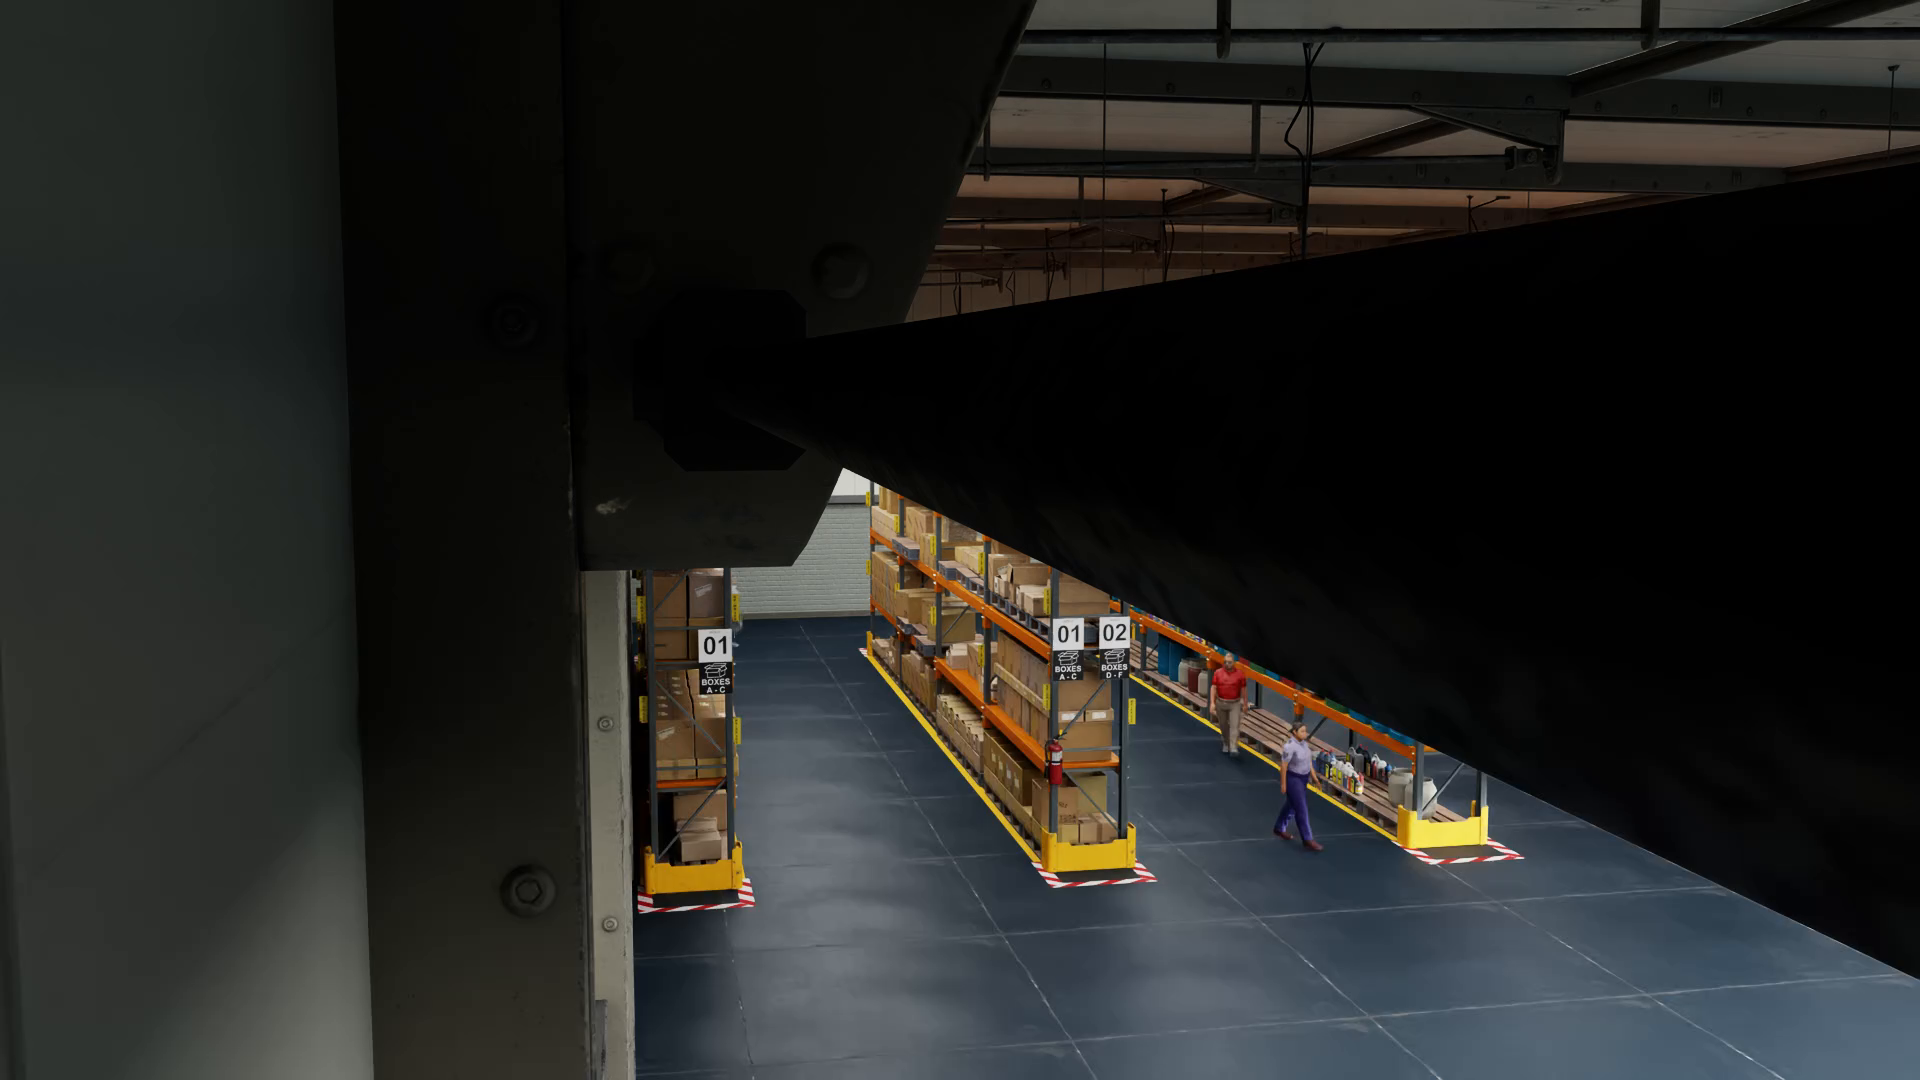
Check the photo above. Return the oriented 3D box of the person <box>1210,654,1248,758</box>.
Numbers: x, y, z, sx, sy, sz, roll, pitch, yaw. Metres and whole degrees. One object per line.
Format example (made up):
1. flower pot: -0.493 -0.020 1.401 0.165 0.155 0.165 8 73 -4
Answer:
1. person: 4.326 2.678 26.868 0.586 1.664 1.068 2 6 21

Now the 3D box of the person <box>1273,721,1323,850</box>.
1. person: 4.511 3.213 22.028 0.836 1.615 0.537 4 7 35

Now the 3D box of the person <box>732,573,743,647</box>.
1. person: -5.113 1.578 37.360 0.443 1.683 0.504 -2 6 -16
